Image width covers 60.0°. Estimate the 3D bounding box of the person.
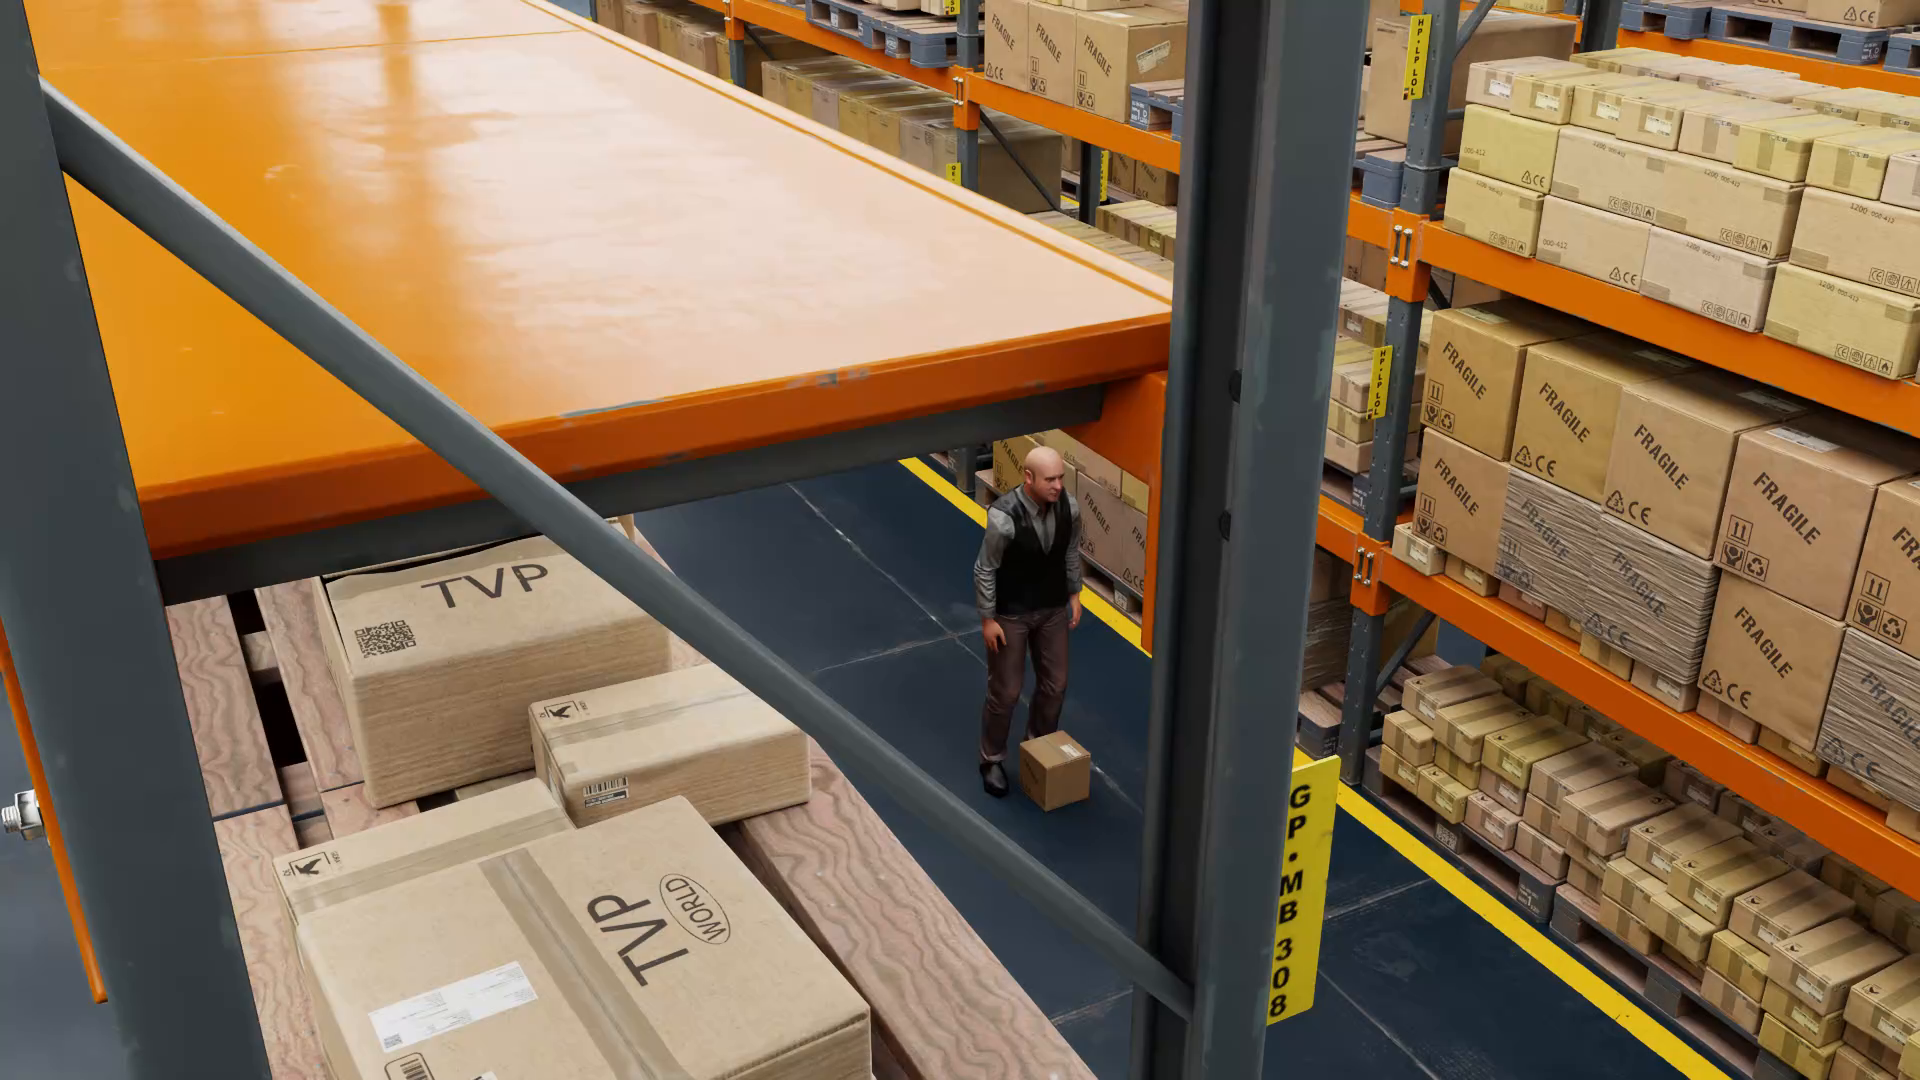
[{"bbox_3d":[0.336,0.349,7.901,0.593,1.721,0.473,-15,29,-28],"label":"person"}]
